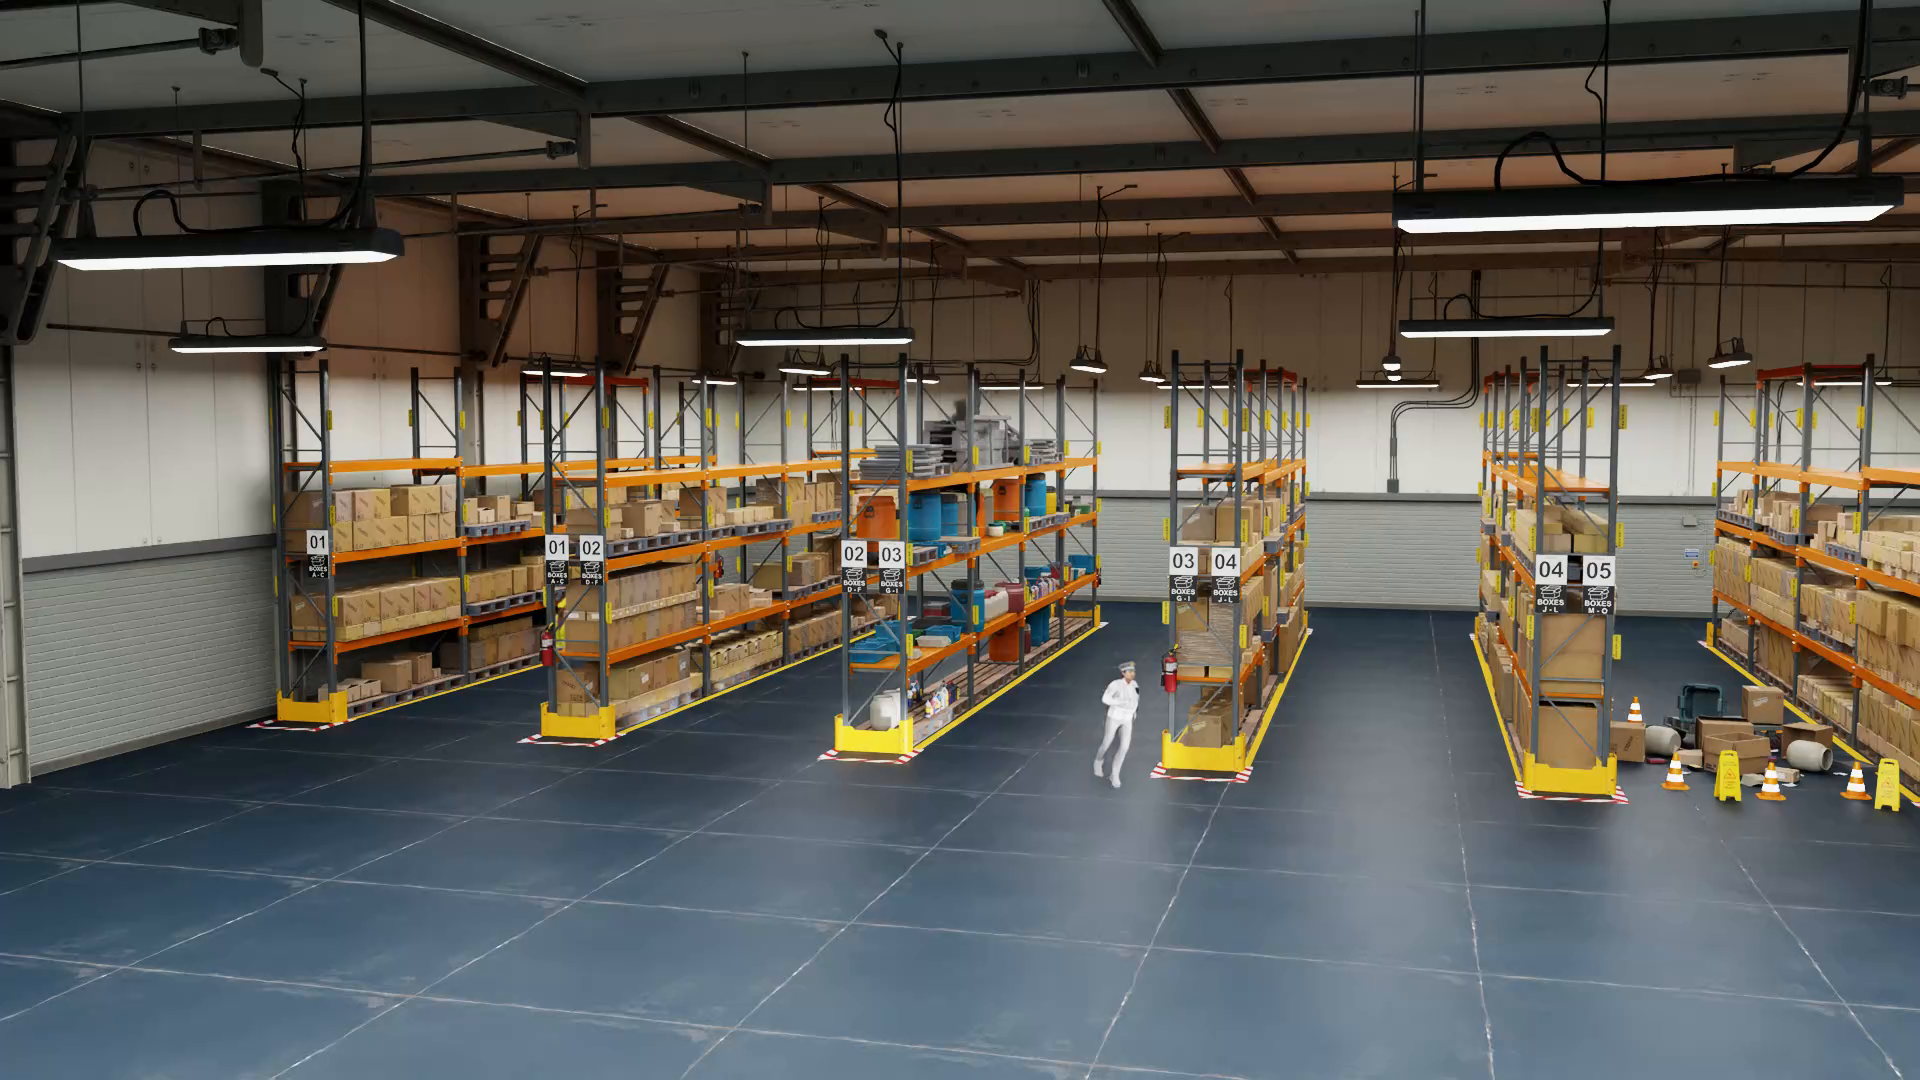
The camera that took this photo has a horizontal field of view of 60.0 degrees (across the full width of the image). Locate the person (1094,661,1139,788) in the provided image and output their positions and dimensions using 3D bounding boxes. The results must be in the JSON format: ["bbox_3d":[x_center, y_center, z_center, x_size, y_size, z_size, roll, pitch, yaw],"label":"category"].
[{"bbox_3d":[2.248,2.512,23.040,0.625,1.694,0.811,-1,4,-14],"label":"person"}]

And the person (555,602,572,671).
[{"bbox_3d":[-7.155,1.983,29.977,0.700,1.762,0.881,0,4,4],"label":"person"}]

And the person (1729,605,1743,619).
[{"bbox_3d":[17.725,1.413,37.892,0.702,1.769,0.804,-3,5,-40],"label":"person"}]
